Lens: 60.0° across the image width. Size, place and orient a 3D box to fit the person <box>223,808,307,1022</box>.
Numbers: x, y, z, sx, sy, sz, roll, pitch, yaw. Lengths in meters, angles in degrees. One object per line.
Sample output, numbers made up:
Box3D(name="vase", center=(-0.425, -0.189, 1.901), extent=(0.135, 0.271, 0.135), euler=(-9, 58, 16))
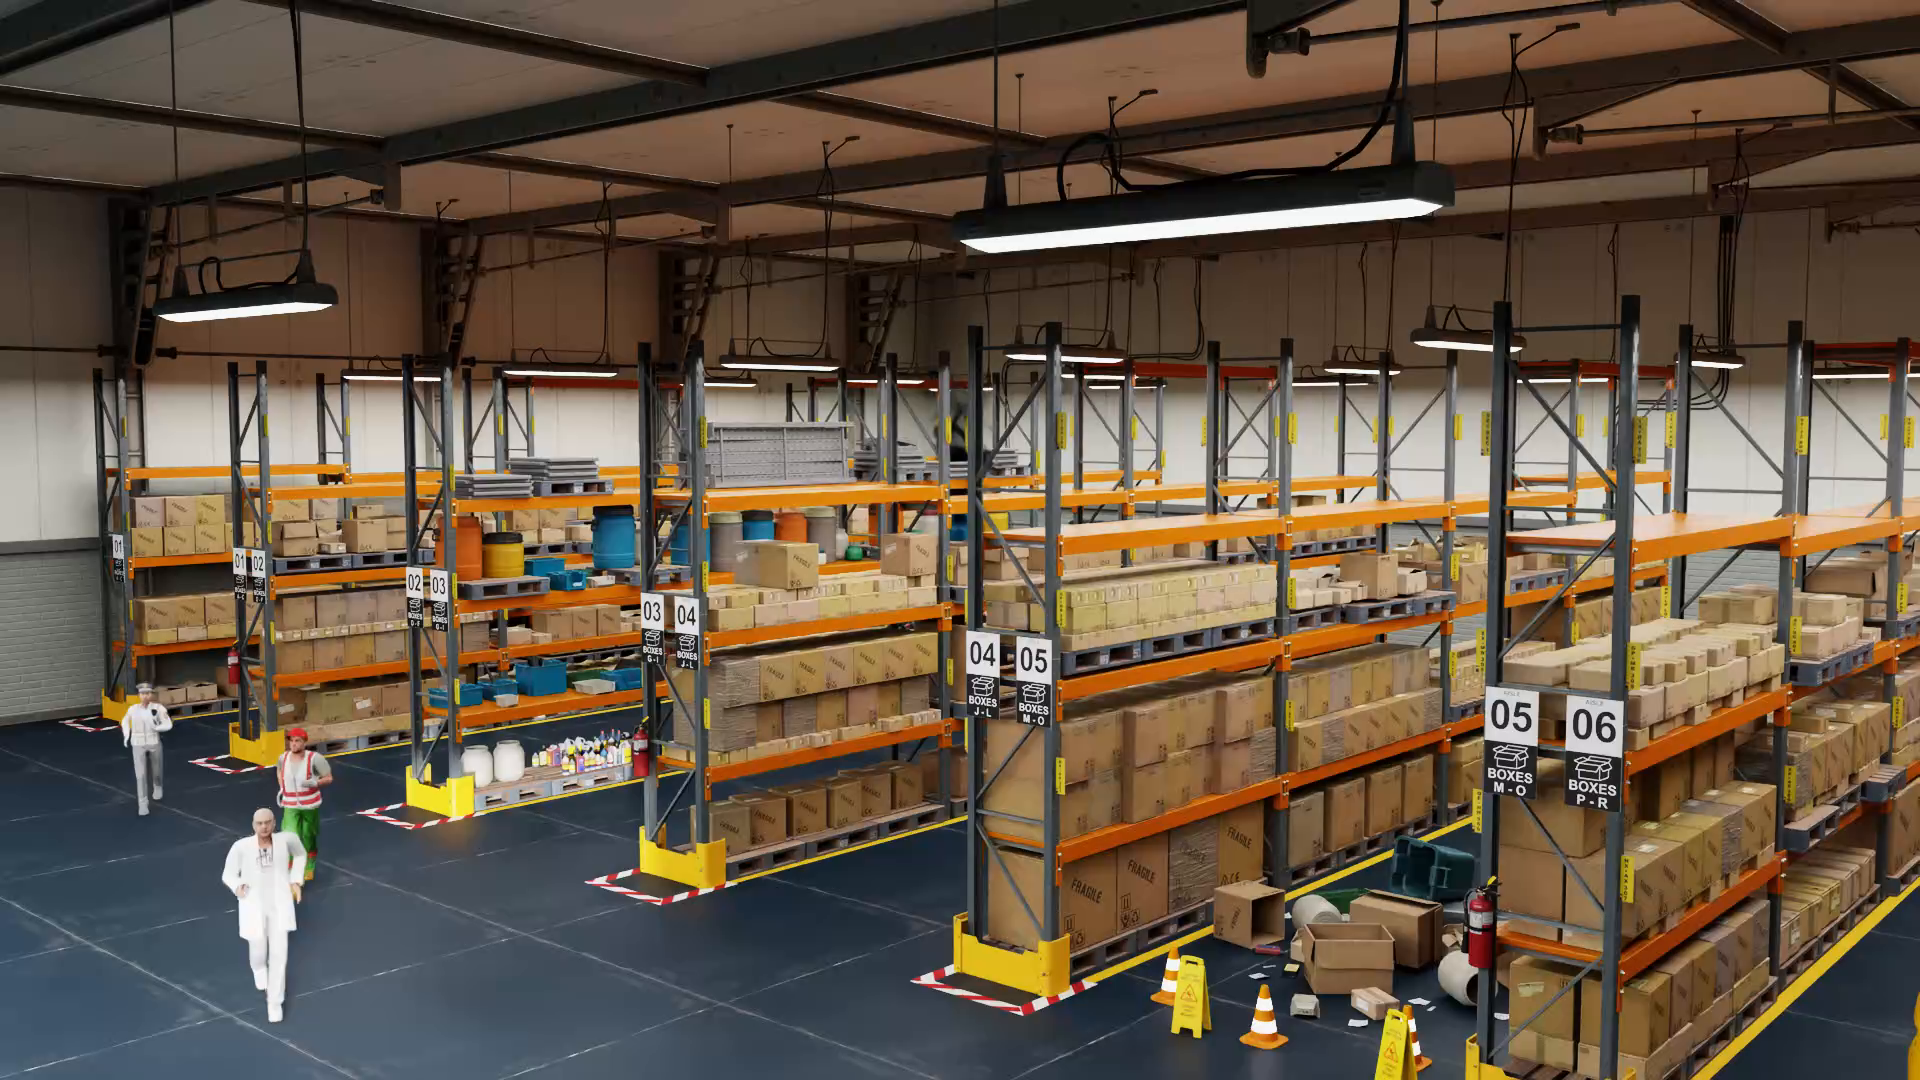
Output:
Box3D(name="person", center=(-6.066, 3.202, 14.546), extent=(0.685, 1.772, 1.035), euler=(-2, 5, -23))

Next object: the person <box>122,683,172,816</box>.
Box3D(name="person", center=(-10.671, 2.697, 21.835), extent=(0.617, 1.673, 0.934), euler=(-2, 5, -22))

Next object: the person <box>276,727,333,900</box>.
Box3D(name="person", center=(-7.152, 2.948, 18.138), extent=(0.618, 1.850, 0.798), euler=(-1, 4, -11))
